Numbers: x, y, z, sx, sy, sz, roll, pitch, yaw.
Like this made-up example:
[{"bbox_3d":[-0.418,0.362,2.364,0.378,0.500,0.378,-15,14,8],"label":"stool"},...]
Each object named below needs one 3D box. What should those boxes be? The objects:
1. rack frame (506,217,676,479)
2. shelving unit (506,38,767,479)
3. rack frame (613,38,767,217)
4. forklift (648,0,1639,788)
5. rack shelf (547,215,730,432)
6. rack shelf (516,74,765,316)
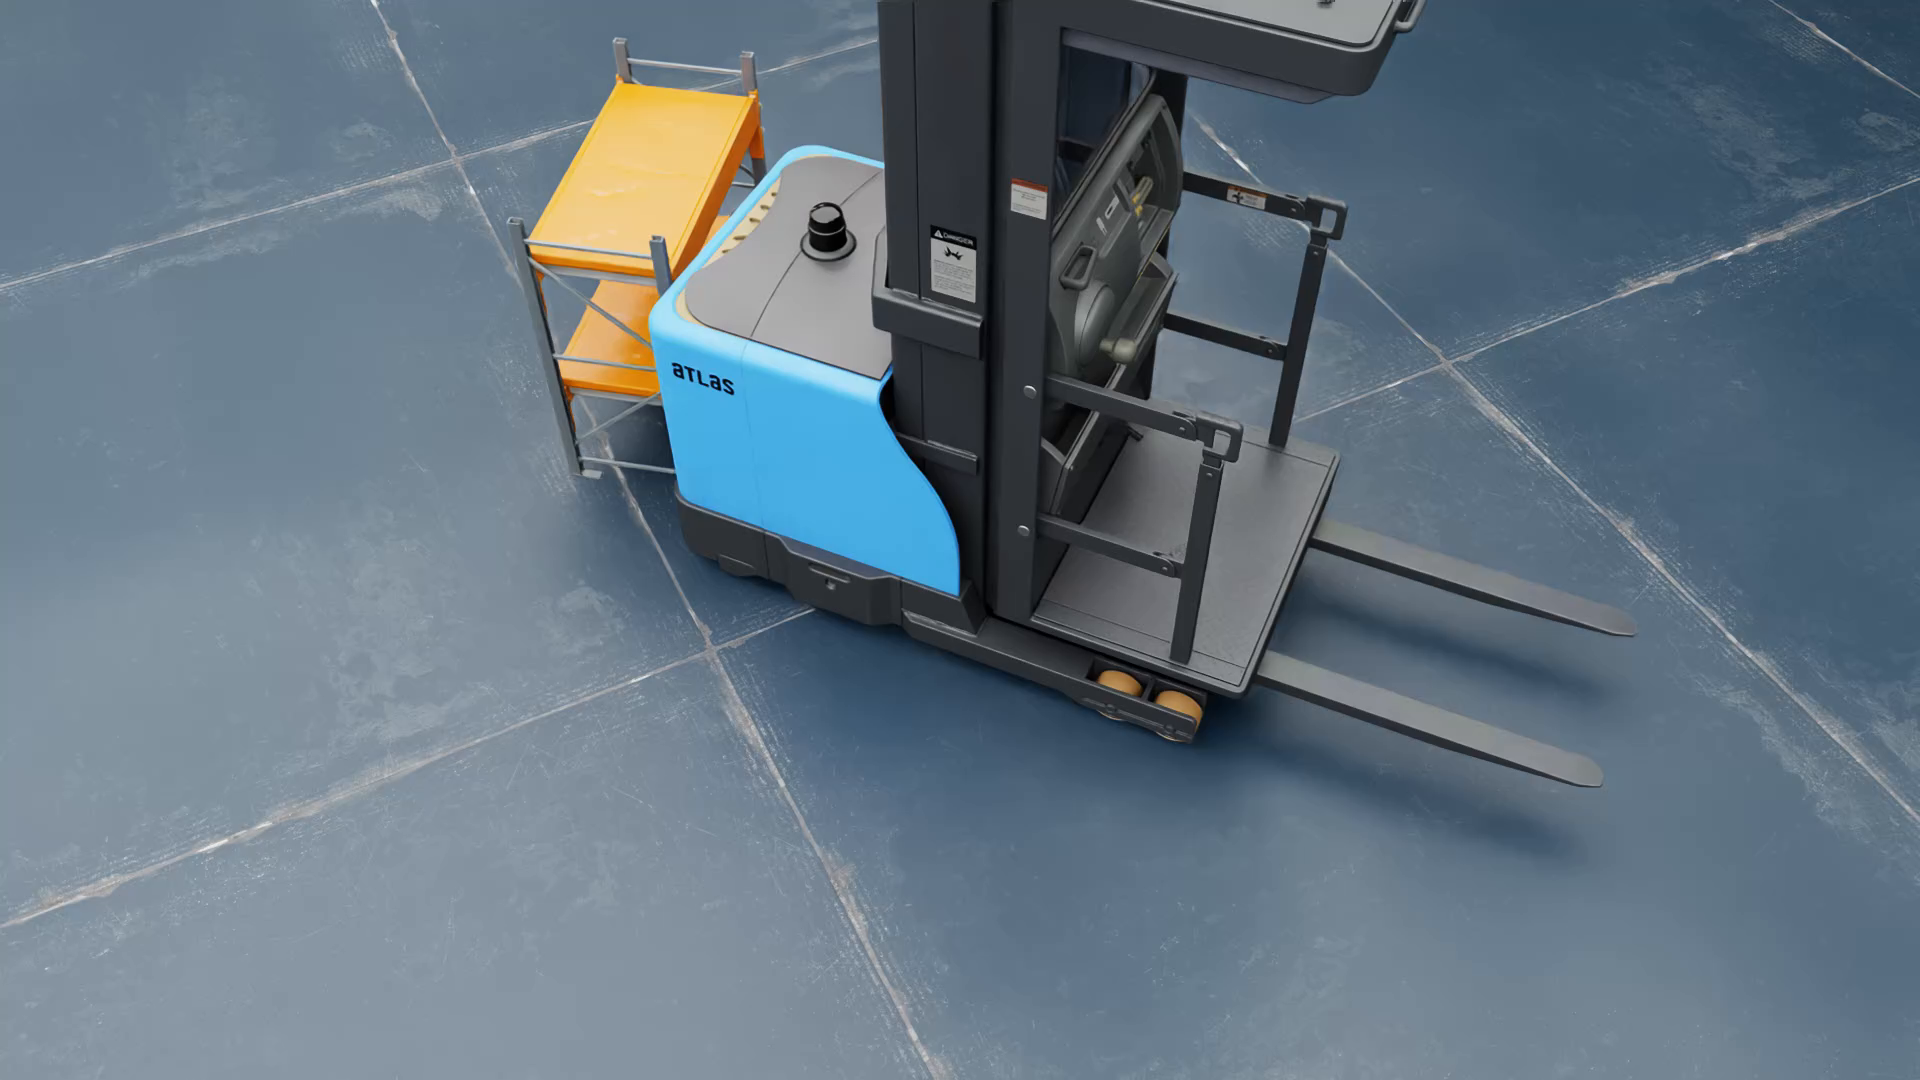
[{"bbox_3d":[-1.147,-0.580,5.510,0.500,1.125,0.032,8,49,7],"label":"rack frame"},{"bbox_3d":[-1.052,-0.956,5.839,0.538,1.125,1.048,8,49,7],"label":"shelving unit"},{"bbox_3d":[-0.957,-1.332,6.167,0.500,1.125,0.032,8,49,7],"label":"rack frame"},{"bbox_3d":[0.617,-0.796,4.499,3.031,2.935,1.130,19,51,16],"label":"forklift"},{"bbox_3d":[-1.052,-0.795,6.023,0.538,0.278,1.000,8,49,7],"label":"rack shelf"},{"bbox_3d":[-1.052,-1.148,5.618,0.538,0.278,1.000,8,49,7],"label":"rack shelf"}]
